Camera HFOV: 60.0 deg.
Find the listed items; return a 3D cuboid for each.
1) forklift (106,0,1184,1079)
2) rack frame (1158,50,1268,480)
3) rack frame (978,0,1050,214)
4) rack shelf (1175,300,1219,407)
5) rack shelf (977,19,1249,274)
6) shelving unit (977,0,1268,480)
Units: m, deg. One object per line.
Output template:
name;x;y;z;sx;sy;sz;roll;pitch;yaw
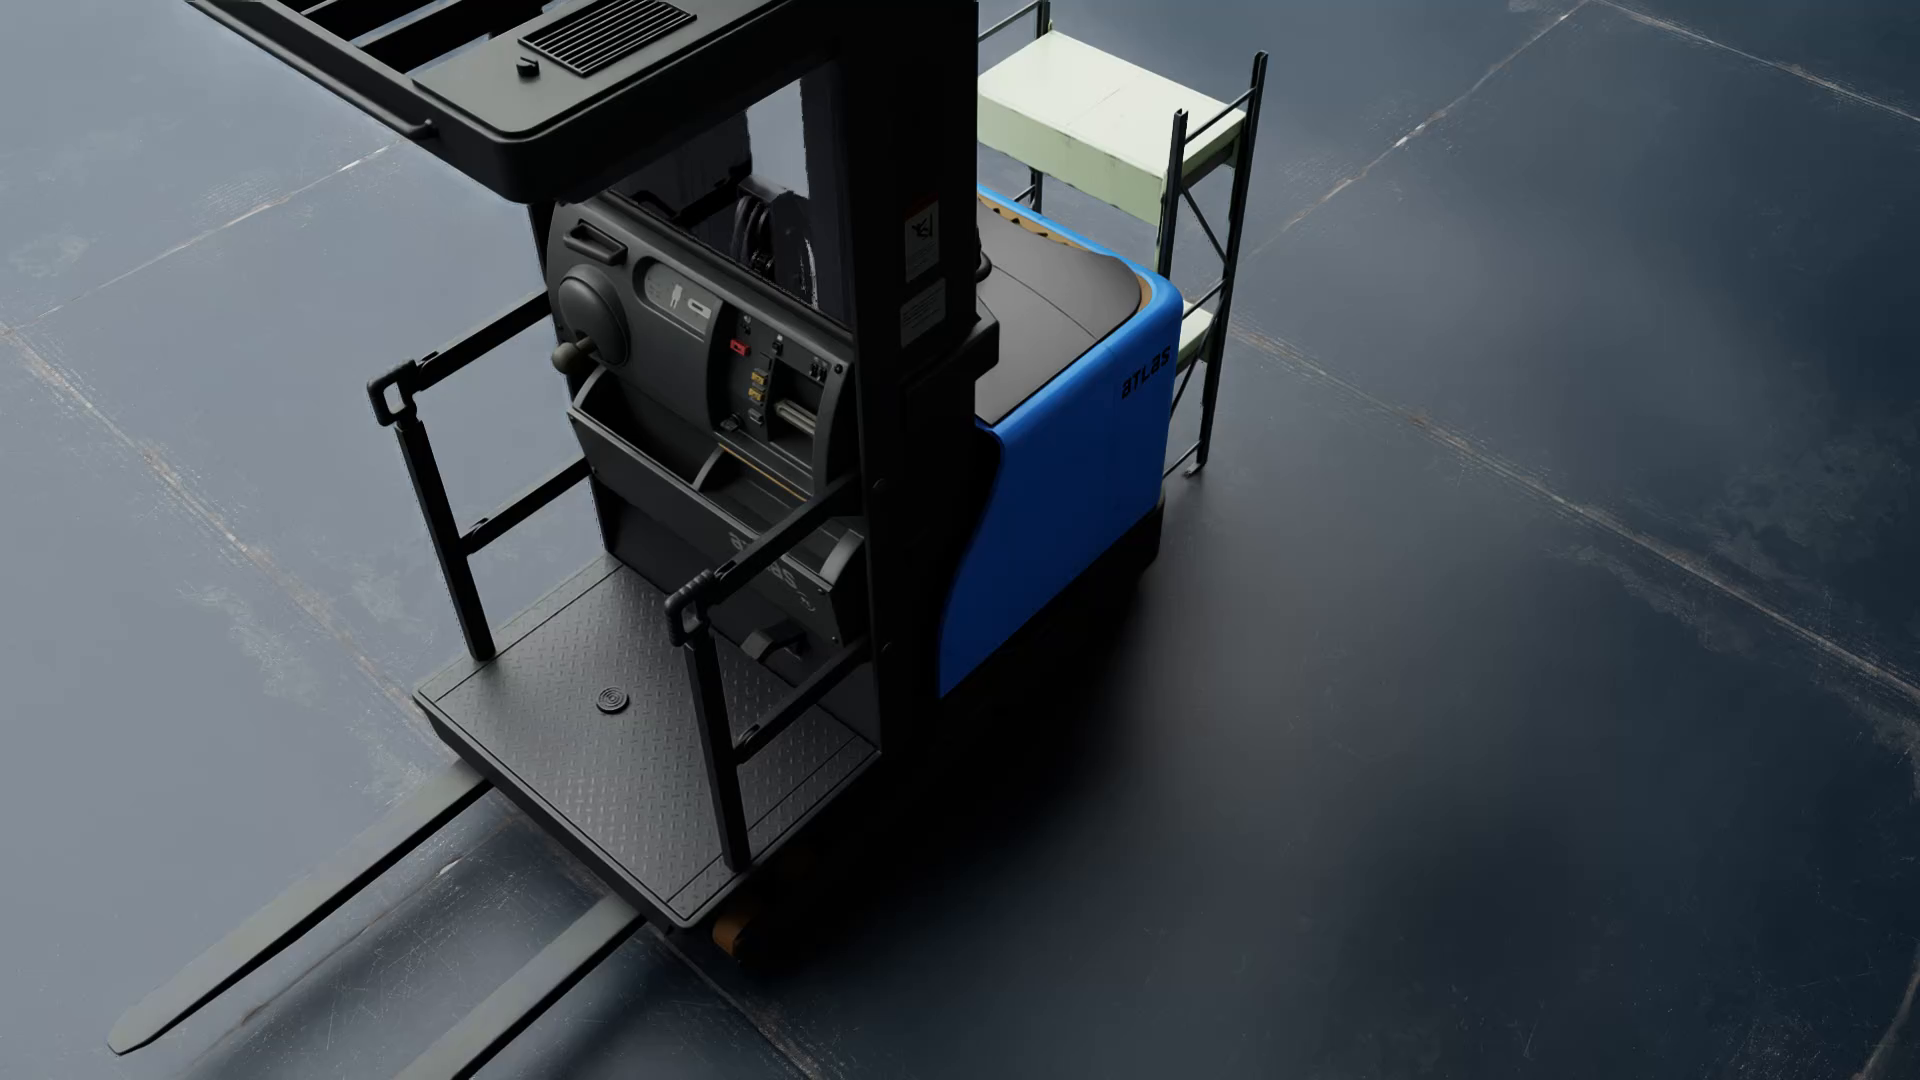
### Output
forklift;-0.736;-0.362;3.579;1.130;2.935;3.031;33;55;27
rack frame;0.679;-0.672;4.852;0.023;1.500;0.400;32;55;26
rack frame;0.123;-1.019;5.178;0.023;1.500;0.400;32;55;26
rack shelf;0.401;-0.623;5.253;0.720;0.370;0.431;32;55;26
rack shelf;0.401;-1.113;4.731;0.720;0.370;0.431;32;55;26
shelving unit;0.401;-0.846;5.015;0.755;1.500;0.431;32;55;26
